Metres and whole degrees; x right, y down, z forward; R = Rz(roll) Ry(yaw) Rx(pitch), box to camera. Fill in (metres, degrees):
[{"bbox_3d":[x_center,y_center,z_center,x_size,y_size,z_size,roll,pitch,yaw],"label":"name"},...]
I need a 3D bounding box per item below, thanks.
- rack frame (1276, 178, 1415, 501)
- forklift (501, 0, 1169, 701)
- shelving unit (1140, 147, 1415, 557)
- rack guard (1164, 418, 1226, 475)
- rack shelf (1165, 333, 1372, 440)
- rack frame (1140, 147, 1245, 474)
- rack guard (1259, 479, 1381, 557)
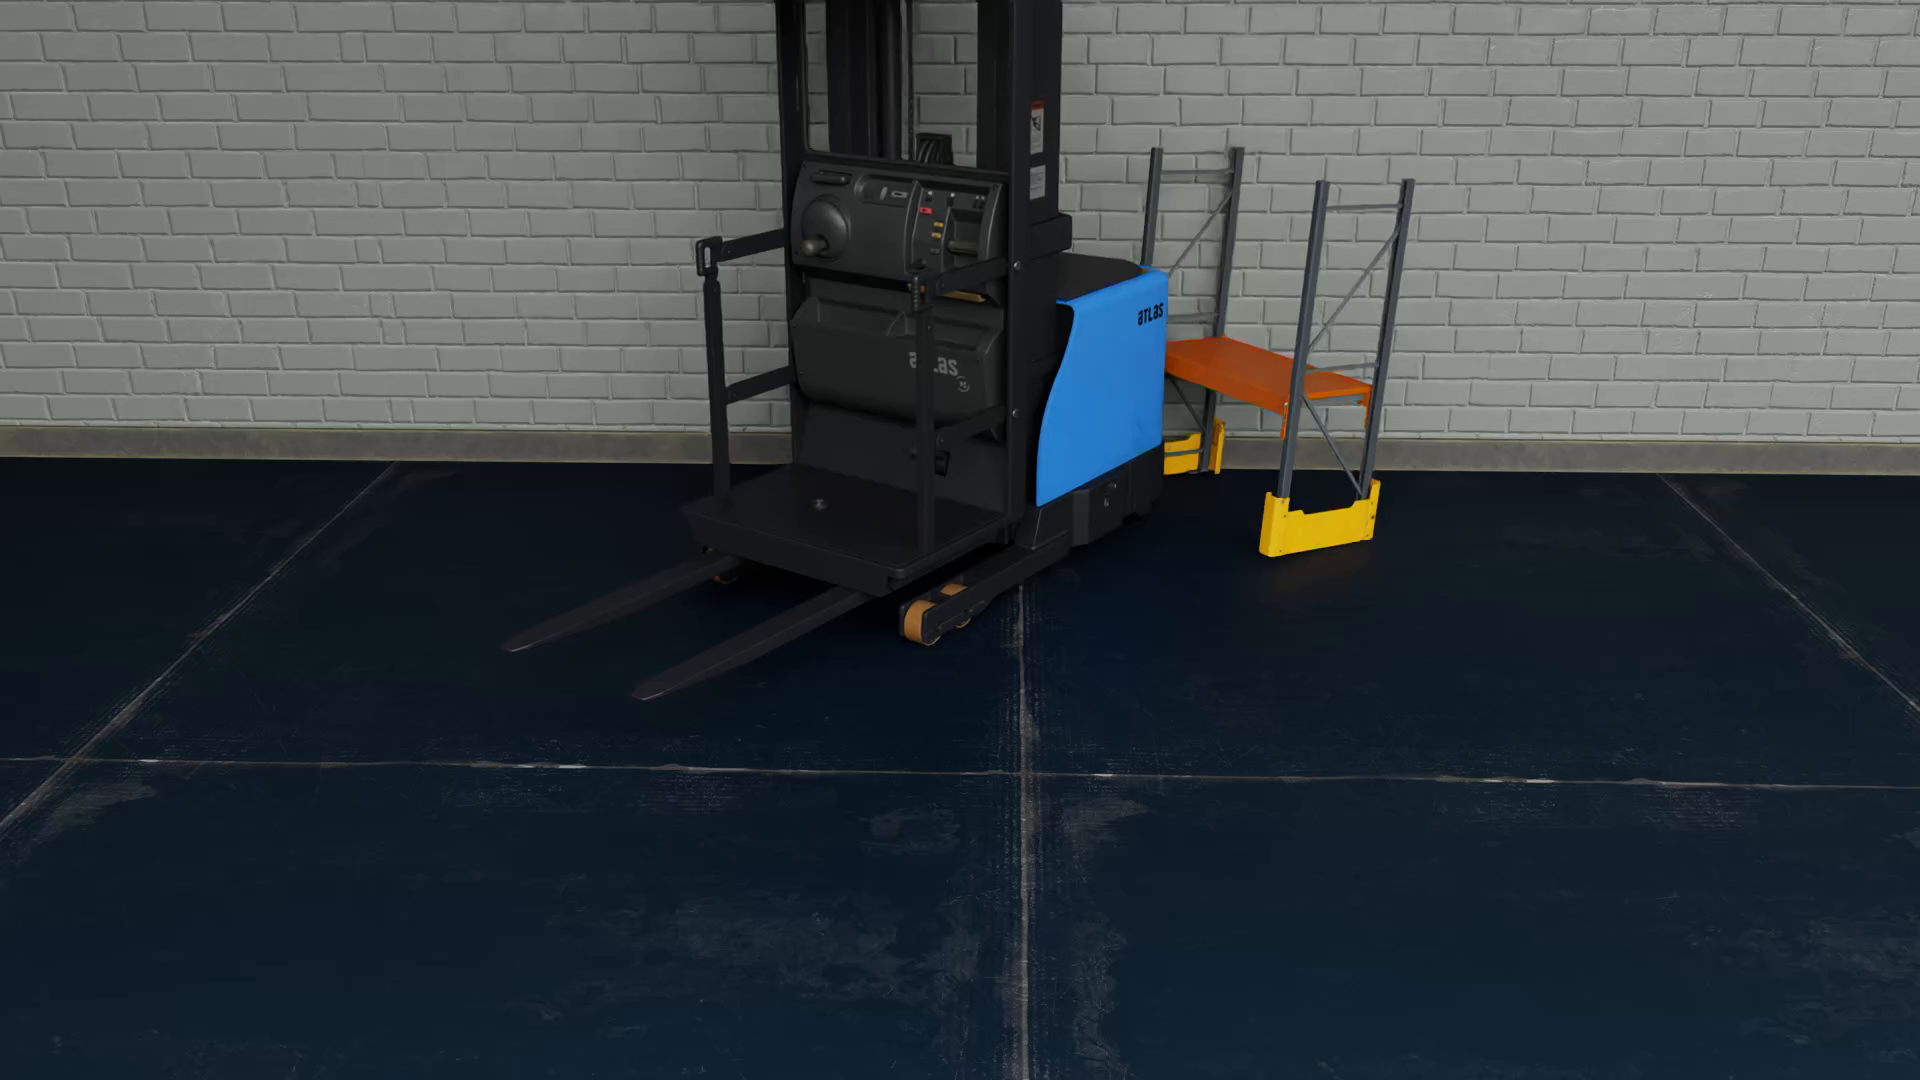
[{"bbox_3d":[1.529,-0.686,6.676,0.500,1.500,0.032,-9,23,-31],"label":"rack frame"},{"bbox_3d":[-0.369,-1.180,6.018,1.130,2.935,3.031,14,25,33],"label":"forklift"},{"bbox_3d":[1.267,-0.841,7.072,0.587,1.500,1.083,-9,23,-31],"label":"shelving unit"},{"bbox_3d":[0.969,-0.407,7.673,0.587,0.250,0.087,-9,23,-31],"label":"rack guard"},{"bbox_3d":[1.252,-0.674,7.139,0.538,0.185,1.000,-9,23,-31],"label":"rack shelf"},{"bbox_3d":[0.995,-1.002,7.482,0.500,1.500,0.032,-9,23,-31],"label":"rack frame"},{"bbox_3d":[1.492,-0.098,6.884,0.587,0.250,0.087,-9,23,-31],"label":"rack guard"}]
